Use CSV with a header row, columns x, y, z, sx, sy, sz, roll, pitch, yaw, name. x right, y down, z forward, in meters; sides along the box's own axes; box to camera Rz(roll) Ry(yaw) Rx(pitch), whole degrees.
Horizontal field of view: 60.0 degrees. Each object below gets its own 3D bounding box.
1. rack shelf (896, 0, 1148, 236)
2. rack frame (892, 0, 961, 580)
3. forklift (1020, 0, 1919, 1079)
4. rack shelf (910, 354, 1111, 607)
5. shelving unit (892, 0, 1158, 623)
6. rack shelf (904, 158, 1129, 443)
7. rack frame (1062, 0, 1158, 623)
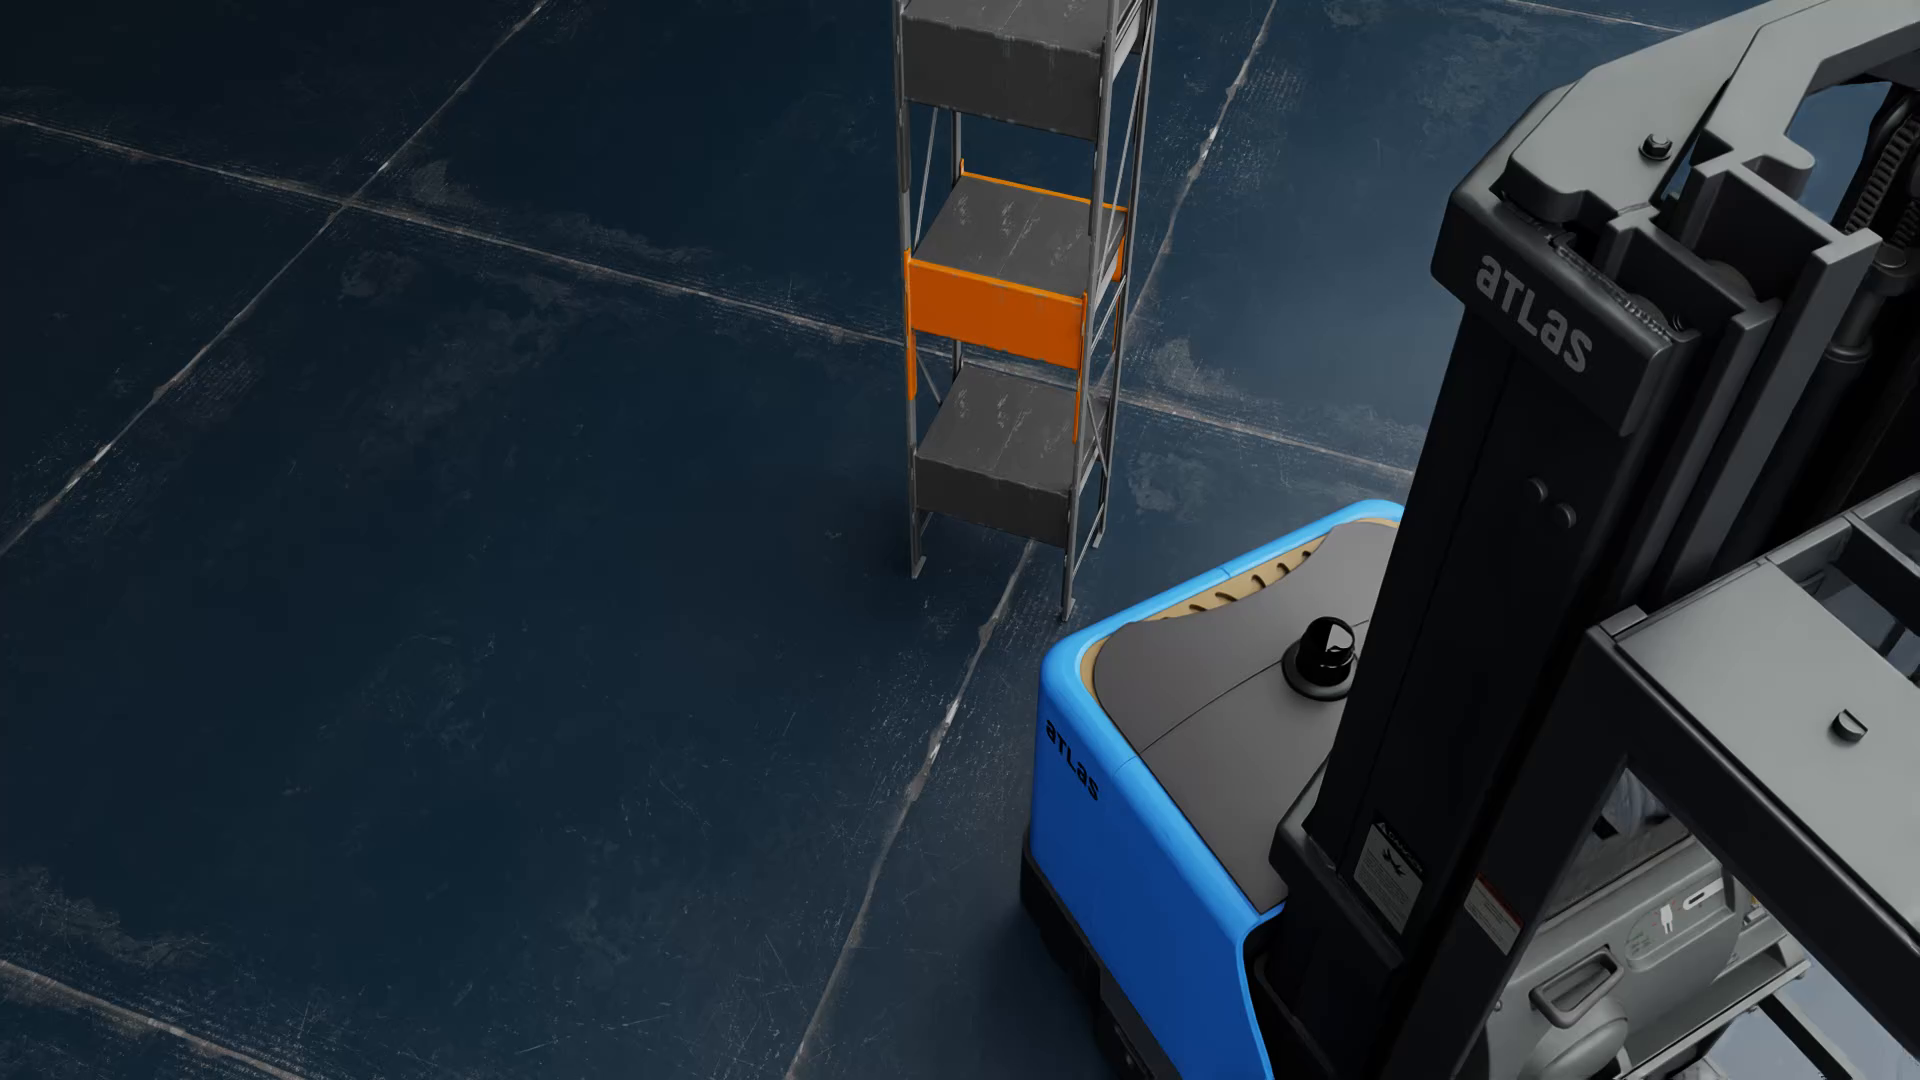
x,y,z,sx,sy,sz,roll,pitch,yaw,name
0.155,-1.094,3.900,0.480,0.518,0.431,16,51,13,rack shelf
-0.074,-0.708,4.474,0.015,2.100,0.400,16,51,13,rack frame
1.325,0.772,2.641,1.130,2.935,3.031,-23,53,-19,forklift
0.155,-0.177,4.958,0.480,0.518,0.431,16,51,13,rack shelf
0.155,-0.644,4.419,0.503,2.100,0.431,16,51,13,shelving unit
0.155,-0.635,4.429,0.480,0.518,0.431,16,51,13,rack shelf
0.384,-0.580,4.364,0.015,2.100,0.400,16,51,13,rack frame
